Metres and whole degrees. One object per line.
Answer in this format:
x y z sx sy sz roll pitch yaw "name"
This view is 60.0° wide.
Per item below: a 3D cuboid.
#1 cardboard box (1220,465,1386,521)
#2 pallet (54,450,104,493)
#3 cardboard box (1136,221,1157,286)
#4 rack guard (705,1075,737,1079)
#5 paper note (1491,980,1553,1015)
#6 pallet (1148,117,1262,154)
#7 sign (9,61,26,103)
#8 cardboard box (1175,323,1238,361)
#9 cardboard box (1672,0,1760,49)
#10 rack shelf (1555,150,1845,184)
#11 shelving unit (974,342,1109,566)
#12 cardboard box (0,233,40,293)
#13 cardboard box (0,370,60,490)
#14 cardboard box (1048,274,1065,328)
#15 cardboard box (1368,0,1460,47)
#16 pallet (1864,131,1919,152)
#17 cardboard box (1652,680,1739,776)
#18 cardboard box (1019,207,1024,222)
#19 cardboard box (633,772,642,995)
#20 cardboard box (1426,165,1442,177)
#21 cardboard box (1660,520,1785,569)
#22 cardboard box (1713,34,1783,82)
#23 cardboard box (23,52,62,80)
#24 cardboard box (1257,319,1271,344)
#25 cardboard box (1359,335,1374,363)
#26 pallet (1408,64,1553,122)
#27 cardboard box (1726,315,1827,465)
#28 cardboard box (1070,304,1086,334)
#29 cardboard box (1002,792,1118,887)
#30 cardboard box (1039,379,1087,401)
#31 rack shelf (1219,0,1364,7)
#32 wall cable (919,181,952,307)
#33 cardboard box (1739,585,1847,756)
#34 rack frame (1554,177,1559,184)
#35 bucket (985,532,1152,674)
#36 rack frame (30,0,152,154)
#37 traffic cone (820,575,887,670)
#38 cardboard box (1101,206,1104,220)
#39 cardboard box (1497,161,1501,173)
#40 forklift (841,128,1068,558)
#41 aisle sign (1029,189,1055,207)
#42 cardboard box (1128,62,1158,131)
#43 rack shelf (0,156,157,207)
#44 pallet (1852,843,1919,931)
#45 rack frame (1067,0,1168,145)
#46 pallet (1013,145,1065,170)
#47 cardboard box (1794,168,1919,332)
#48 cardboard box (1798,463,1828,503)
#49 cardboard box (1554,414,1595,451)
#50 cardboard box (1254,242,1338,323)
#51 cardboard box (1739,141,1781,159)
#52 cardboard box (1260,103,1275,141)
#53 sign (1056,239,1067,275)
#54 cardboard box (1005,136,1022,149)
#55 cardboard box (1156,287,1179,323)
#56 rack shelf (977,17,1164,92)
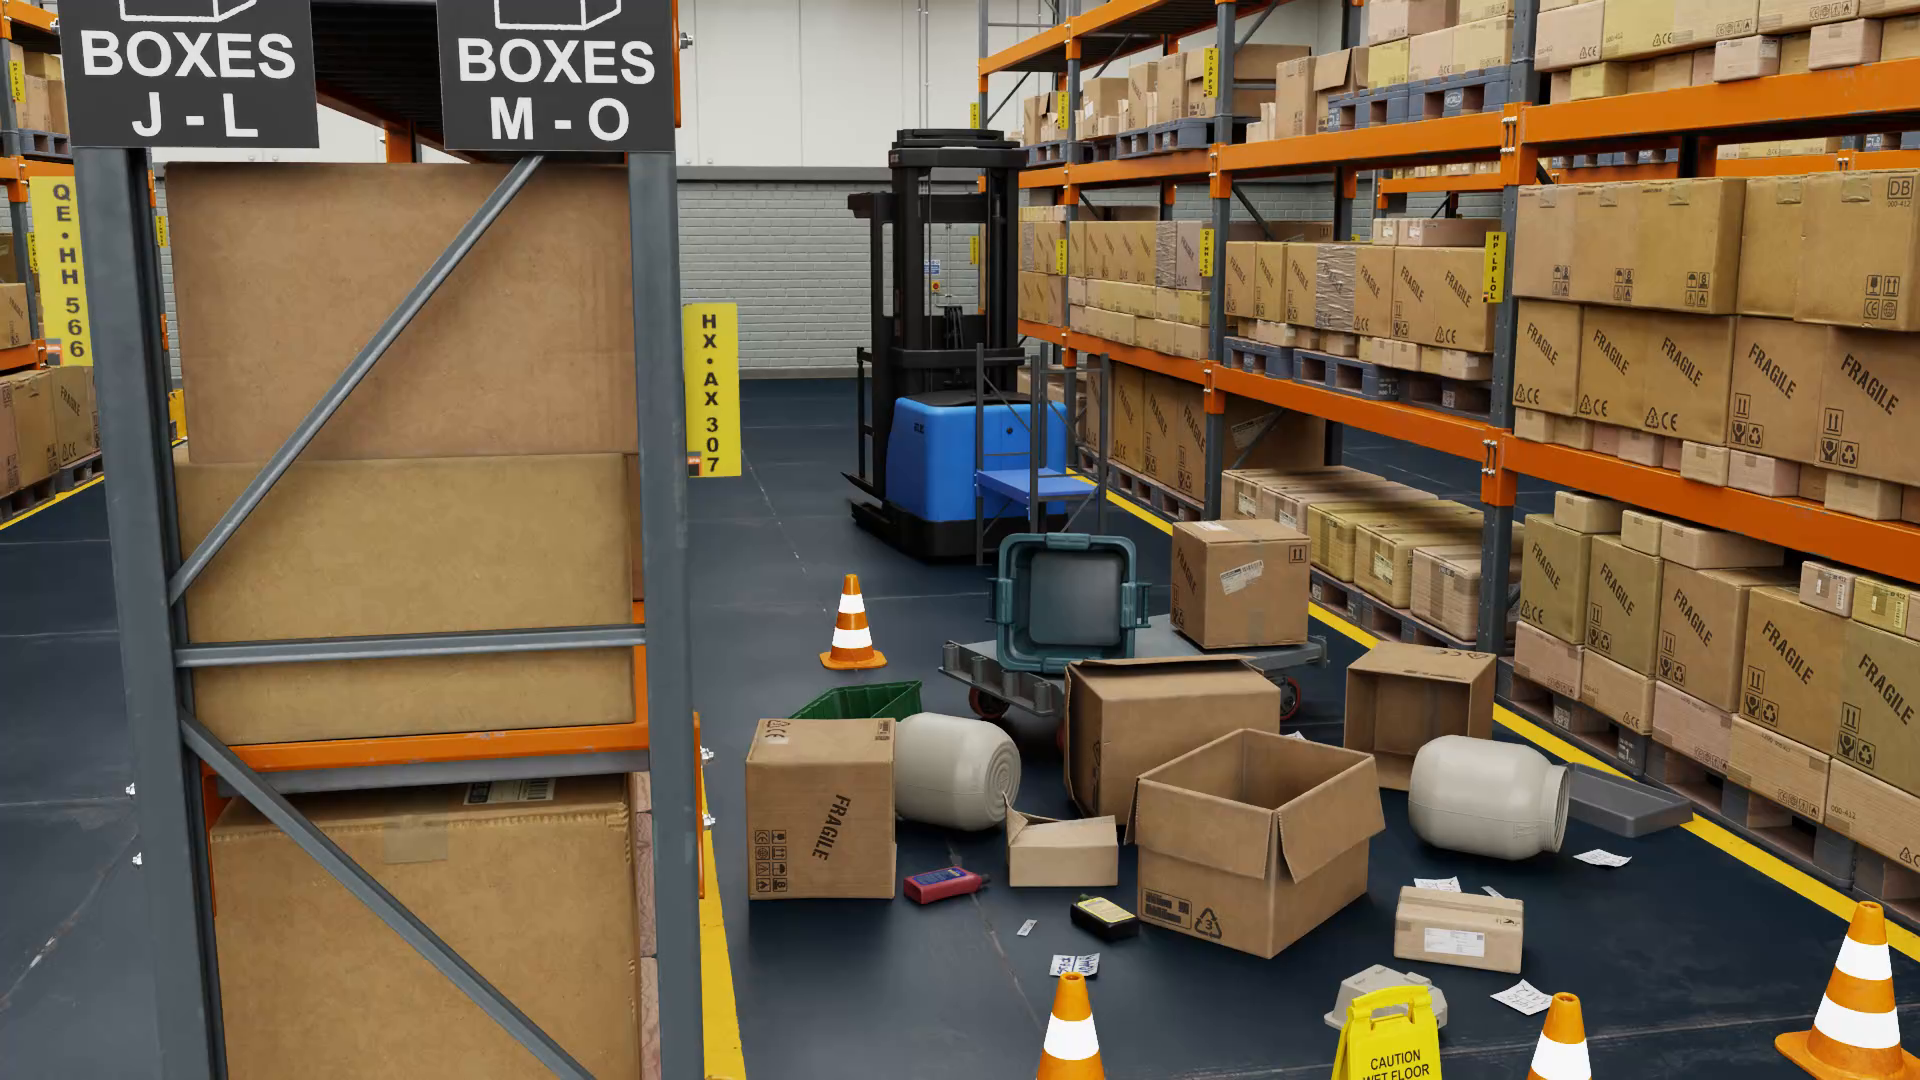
2.369 -0.274 11.521 0.950 0.372 0.625 -3 11 -15 "cardboard box"
-8.301 -0.609 14.830 1.003 0.211 1.213 -2 11 -11 "pallet"
1.714 -2.274 13.179 0.500 0.500 0.500 -2 11 -11 "cardboard box"
-1.006 1.435 3.319 1.175 0.500 0.348 -2 11 -11 "rack guard"
1.689 1.362 4.960 0.148 0.019 0.142 -6 13 -31 "paper note"
2.092 -2.960 12.208 1.213 0.211 1.003 -2 11 -8 "pallet"
-7.699 -3.740 13.576 0.100 0.325 0.005 -2 11 -11 "sign"
1.916 -1.473 12.312 0.500 0.250 0.500 -3 11 -13 "cardboard box"
3.058 -1.998 6.255 0.500 0.250 0.500 -2 11 -10 "cardboard box"
6.749 -3.131 14.527 1.077 0.370 4.000 -2 11 -11 "rack shelf"
0.509 -0.486 10.741 0.538 1.500 1.048 -4 11 -18 "shelving unit"
-8.072 -2.374 14.248 0.500 0.500 0.500 -2 11 -11 "cardboard box"
-8.085 -0.882 13.368 1.225 0.875 0.875 -2 11 -11 "cardboard box"
1.150 -2.322 16.104 0.500 0.500 0.500 -2 11 -10 "cardboard box"
2.590 -2.869 9.167 0.500 0.250 0.500 -2 11 -10 "cardboard box"
7.357 -2.904 11.913 1.213 0.211 1.003 -2 11 -8 "pallet"
3.118 0.728 6.581 0.500 0.250 0.500 -2 11 -12 "cardboard box"
0.771 -3.428 17.509 0.380 0.149 0.250 -2 11 -12 "cardboard box"
-1.380 0.757 4.756 0.875 0.875 0.875 -2 11 -12 "cardboard box"
5.531 -4.203 18.904 0.380 0.149 0.250 -2 11 -11 "cardboard box"
3.020 0.015 6.587 0.380 0.149 0.250 -1 11 -8 "cardboard box"
3.032 -1.774 6.143 0.380 0.149 0.250 -2 11 -12 "cardboard box"
-8.624 -4.345 15.319 0.500 0.250 0.500 -2 11 -13 "cardboard box"
2.180 -1.375 10.945 0.380 0.149 0.250 -3 11 -15 "cardboard box"
2.492 -1.084 9.419 0.380 0.149 0.250 -2 11 -11 "cardboard box"
3.032 -2.228 8.359 1.213 0.211 1.003 -2 11 -11 "pallet"
3.183 -0.558 6.043 0.500 0.500 0.500 -2 11 -10 "cardboard box"
1.318 -2.033 15.255 0.500 0.250 0.500 -2 11 -12 "cardboard box"
0.352 1.061 5.914 0.396 0.266 0.258 0 11 -1 "cardboard box"
1.300 -1.427 17.403 0.875 0.438 0.875 -2 11 -13 "cardboard box"
2.658 -3.493 9.477 1.077 0.370 4.000 -2 11 -11 "rack shelf"
-0.406 -4.478 24.901 0.585 1.953 0.123 -2 11 -11 "wall cable"
3.218 0.454 6.012 0.500 0.500 0.500 -2 11 -12 "cardboard box"
6.360 -2.378 16.667 1.000 3.000 0.127 -2 11 -11 "rack frame"
0.499 0.272 7.436 0.726 0.611 0.620 2 1 9 "bucket"
-9.007 -5.517 17.115 1.000 3.000 0.127 -2 11 -11 "rack frame"
-0.568 0.415 8.781 0.336 0.463 0.334 -2 11 -11 "traffic cone"
1.174 -3.153 16.062 0.380 0.149 0.250 -2 11 -10 "cardboard box"
5.868 -3.923 17.435 0.380 0.149 0.250 -2 11 -11 "cardboard box"
-0.201 -1.551 12.509 1.130 2.935 3.031 -4 11 -18 "forklift"
1.003 -4.232 19.455 0.394 0.787 0.004 -2 11 -11 "aisle sign"
1.642 -3.505 13.174 0.500 0.500 0.500 -2 11 -10 "cardboard box"
-8.618 -3.323 15.536 1.077 0.370 4.000 -2 11 -11 "rack shelf"
3.687 1.210 5.275 1.003 0.211 1.213 -2 11 -11 "pallet"
1.491 -5.144 15.154 1.000 3.000 0.127 -2 11 -11 "rack frame"
1.109 -4.000 17.406 1.003 0.211 1.213 -2 11 -11 "pallet"
3.221 -0.951 5.433 0.700 0.500 0.500 -2 11 -12 "cardboard box"
3.265 -0.214 5.971 0.380 0.149 0.250 -2 11 -11 "cardboard box"
2.894 -0.492 7.431 0.380 0.149 0.250 -2 11 -9 "cardboard box"
2.238 -1.678 10.806 0.500 0.500 0.500 -2 11 -8 "cardboard box"
6.701 -3.222 13.479 0.500 0.250 0.500 -2 11 -11 "cardboard box"
2.213 -2.760 11.011 0.396 0.266 0.258 -2 11 -11 "cardboard box"
0.947 -2.640 15.519 0.100 0.325 0.005 -2 11 -11 "sign"
0.699 -4.328 18.171 0.380 0.149 0.250 -2 11 -9 "cardboard box"
1.823 -1.808 12.739 0.500 0.250 0.500 -2 11 -12 "cardboard box"
1.102 -4.961 17.186 1.077 0.370 4.000 -2 11 -11 "rack shelf"
